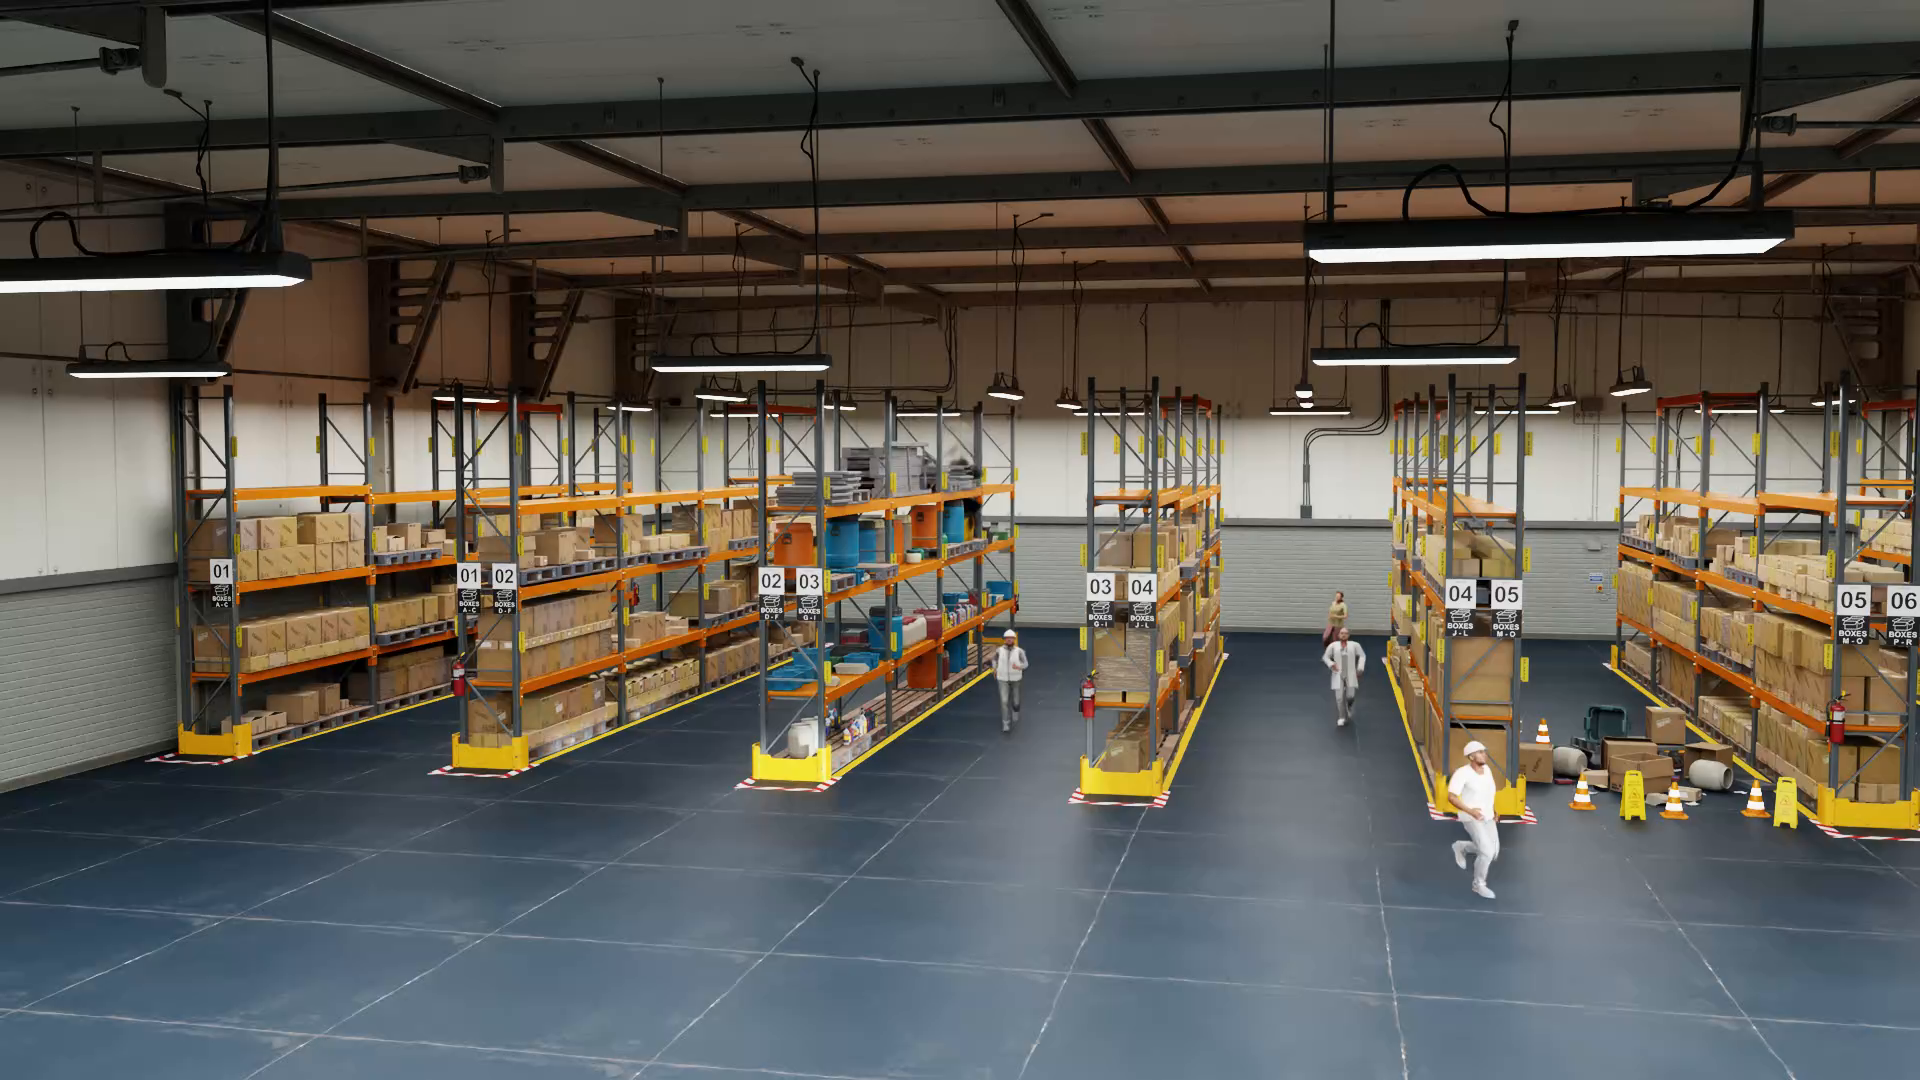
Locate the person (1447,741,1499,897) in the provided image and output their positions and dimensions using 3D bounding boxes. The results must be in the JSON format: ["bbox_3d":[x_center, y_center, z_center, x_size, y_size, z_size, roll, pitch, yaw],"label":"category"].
[{"bbox_3d":[5.772,3.108,18.720,0.720,1.706,0.661,-2,4,-38],"label":"person"}]

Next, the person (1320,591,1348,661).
[{"bbox_3d":[8.782,2.015,38.821,0.641,1.665,0.650,2,4,36],"label":"person"}]

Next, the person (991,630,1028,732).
[{"bbox_3d":[0.873,2.471,29.453,0.668,1.750,0.912,0,3,4],"label":"person"}]

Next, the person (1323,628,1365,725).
[{"bbox_3d":[6.924,2.459,29.980,0.754,1.743,0.631,1,3,12],"label":"person"}]
